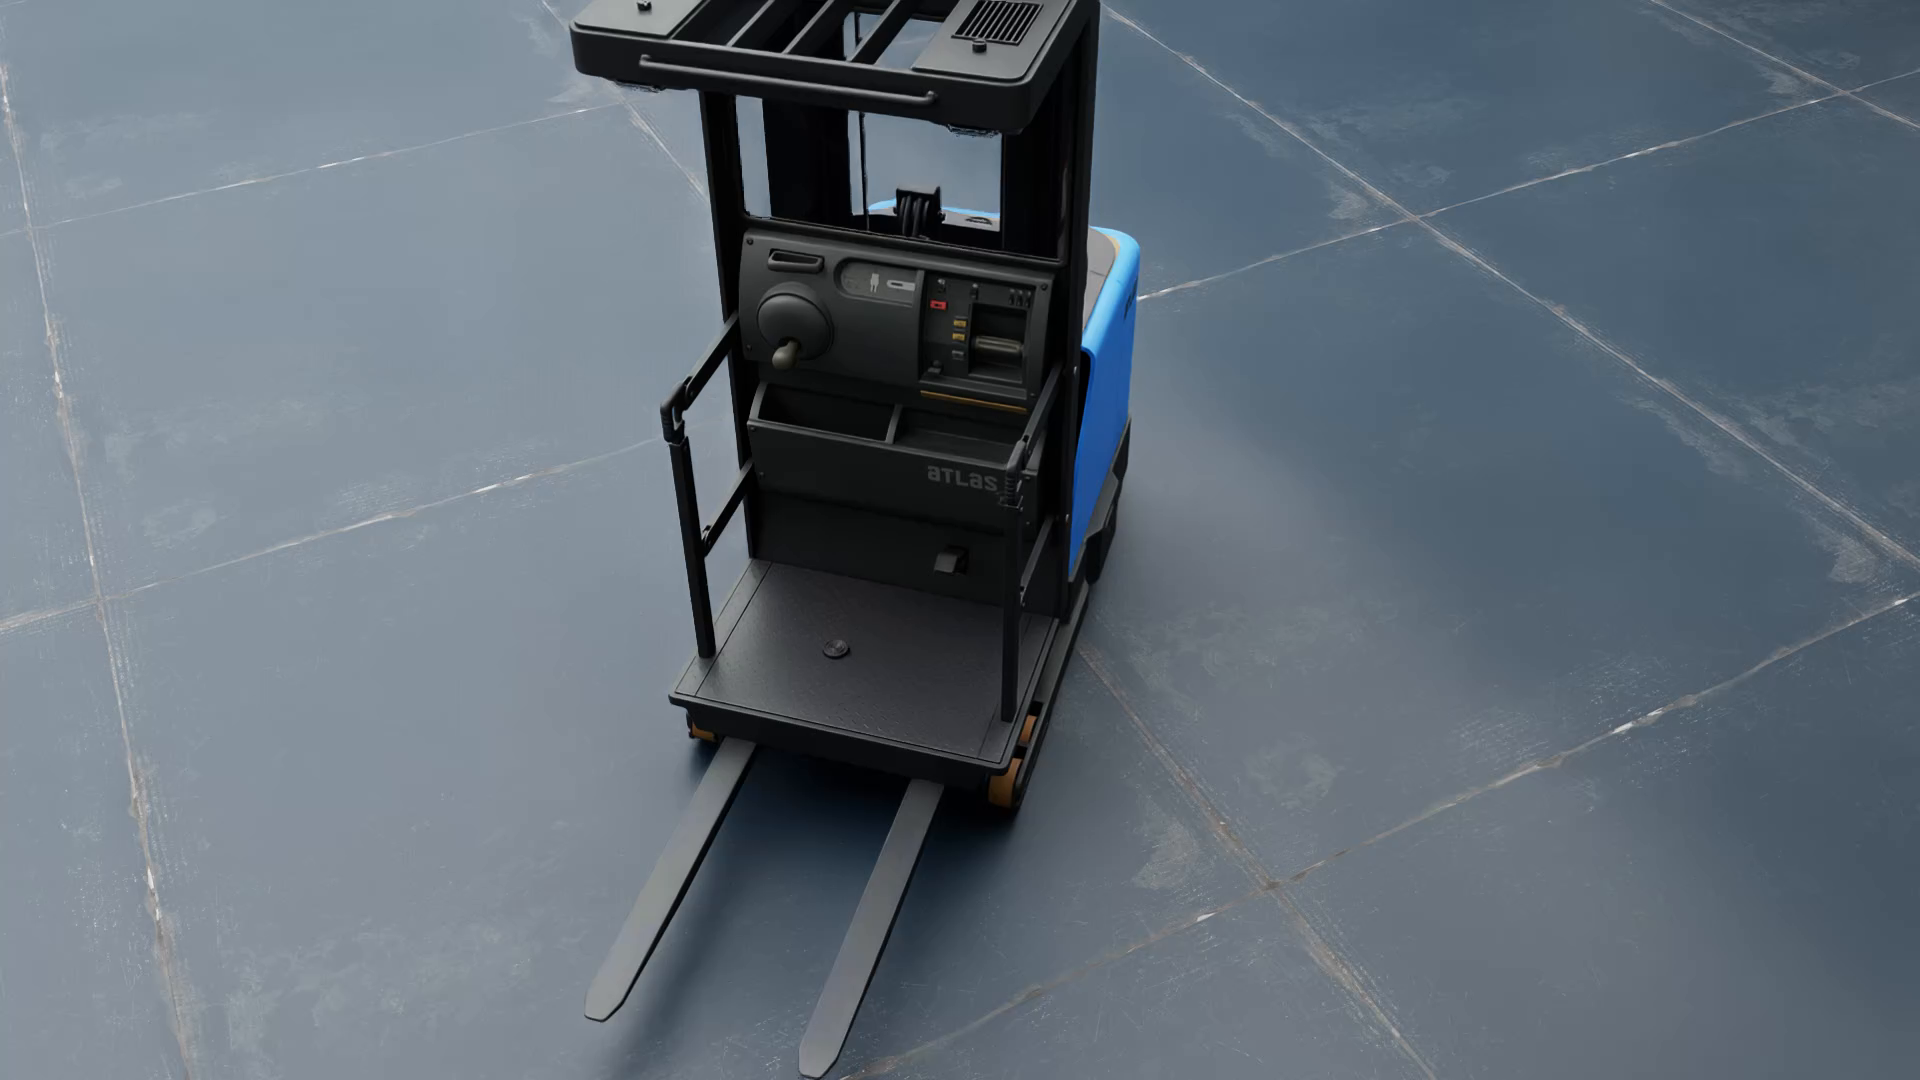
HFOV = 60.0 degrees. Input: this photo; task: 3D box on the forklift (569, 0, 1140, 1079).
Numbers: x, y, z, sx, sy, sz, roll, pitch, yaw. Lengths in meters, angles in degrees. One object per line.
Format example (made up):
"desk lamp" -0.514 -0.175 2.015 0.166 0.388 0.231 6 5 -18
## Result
"forklift" -0.253 -0.563 4.646 1.130 2.935 3.031 11 41 12
